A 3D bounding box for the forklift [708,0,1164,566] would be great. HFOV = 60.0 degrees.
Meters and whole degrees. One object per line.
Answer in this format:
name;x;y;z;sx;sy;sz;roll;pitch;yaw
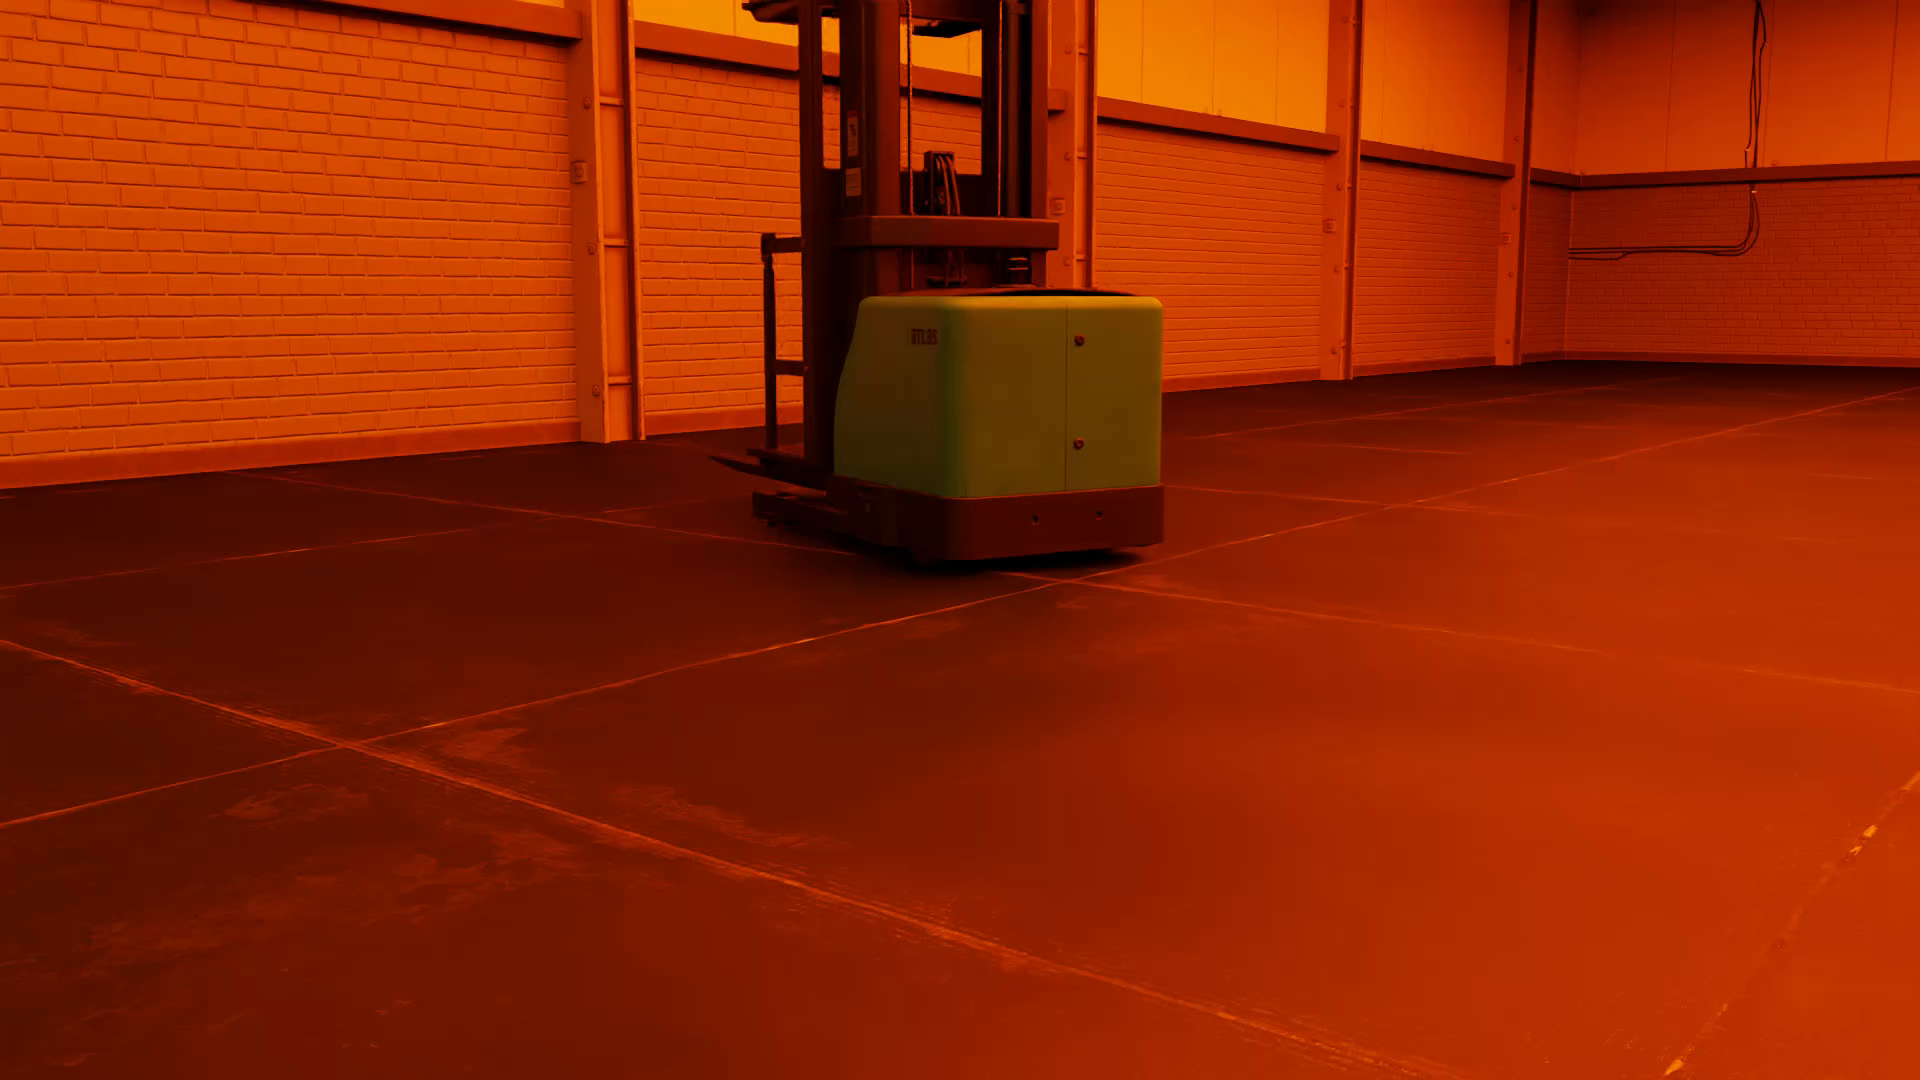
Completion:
forklift;-0.326;-1.522;7.685;1.130;2.935;3.031;-5;10;-29
